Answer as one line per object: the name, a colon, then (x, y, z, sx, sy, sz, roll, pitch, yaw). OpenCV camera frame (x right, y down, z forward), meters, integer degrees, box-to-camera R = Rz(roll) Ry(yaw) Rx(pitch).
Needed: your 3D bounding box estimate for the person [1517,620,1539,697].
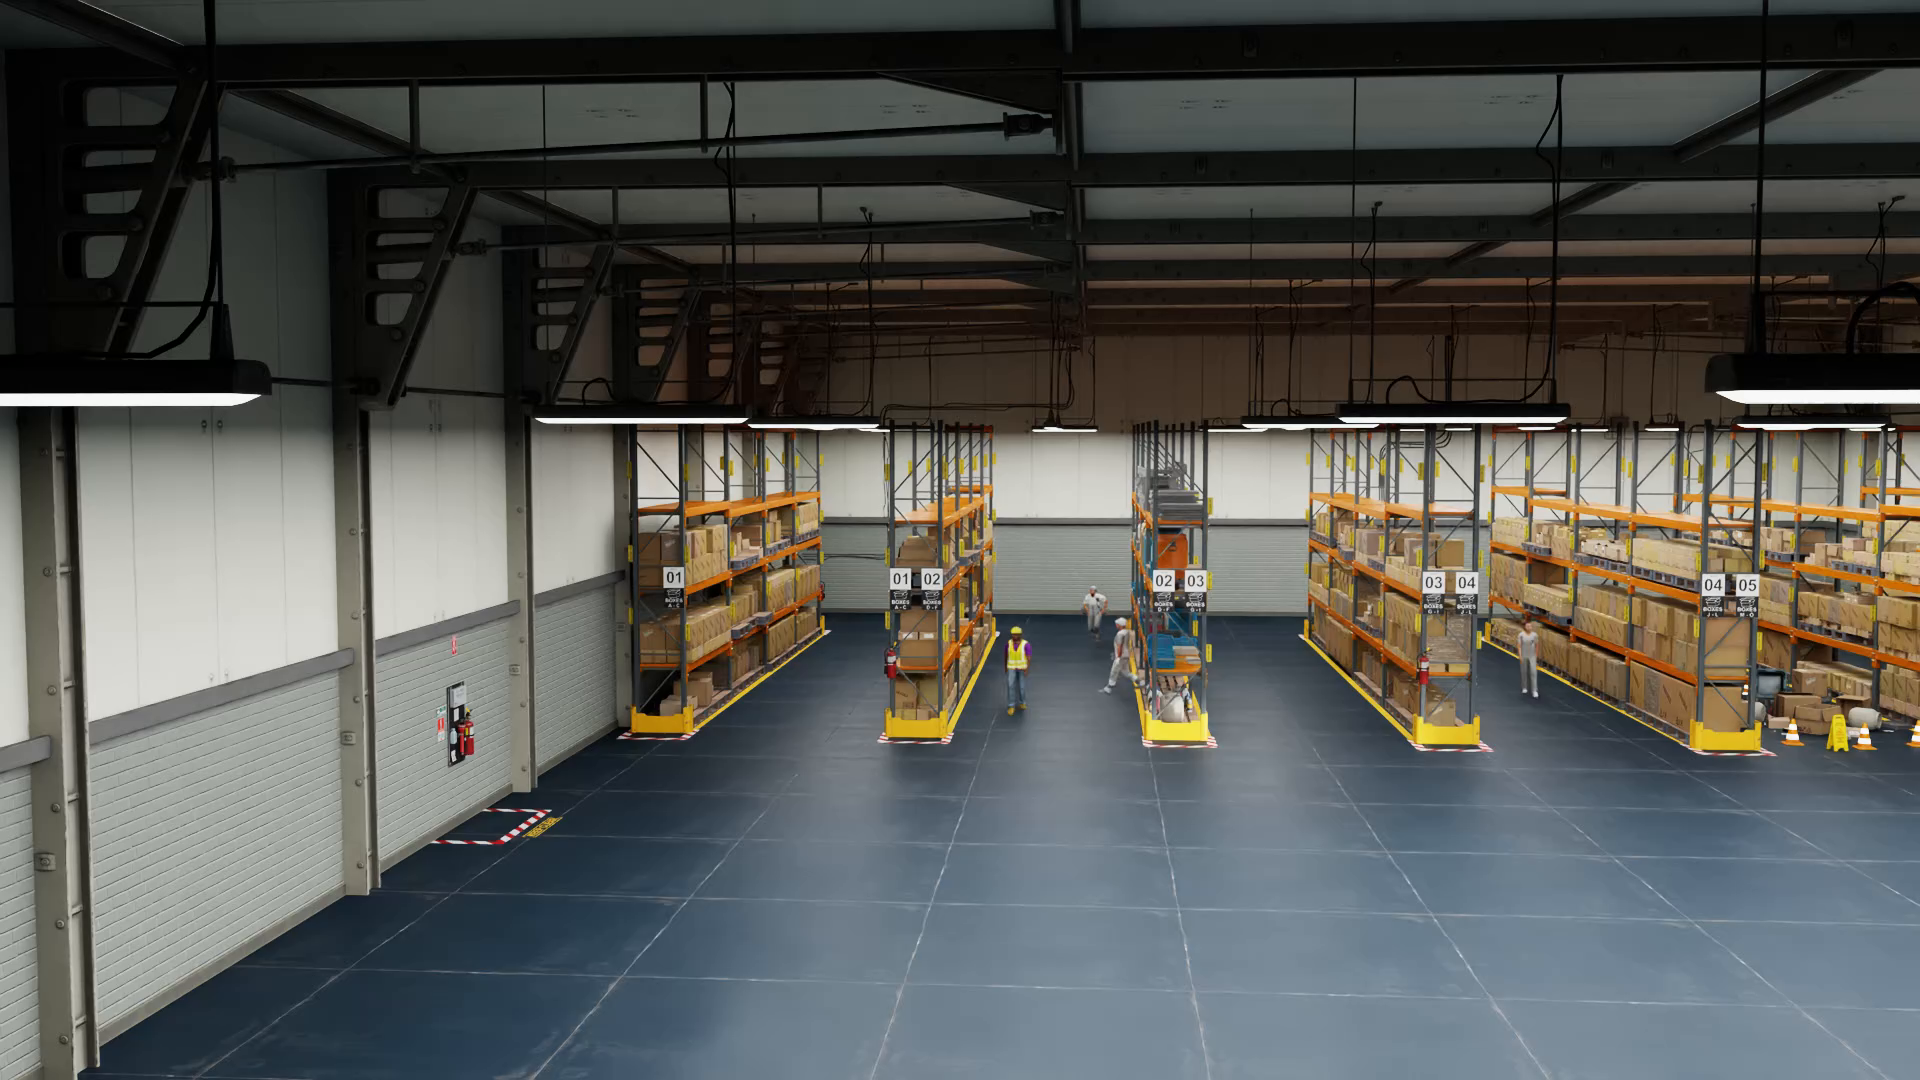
person: (12.459, 2.573, 36.479, 0.459, 1.634, 0.895, 1, 4, 17)

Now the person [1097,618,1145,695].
person: (3.518, 2.547, 36.232, 1.088, 1.730, 0.554, 1, 4, 16)

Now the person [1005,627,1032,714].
person: (1.171, 2.666, 34.283, 0.592, 1.738, 0.899, 1, 4, 12)

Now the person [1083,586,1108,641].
person: (3.673, 1.984, 44.974, 0.657, 1.522, 0.745, 1, 4, 15)
